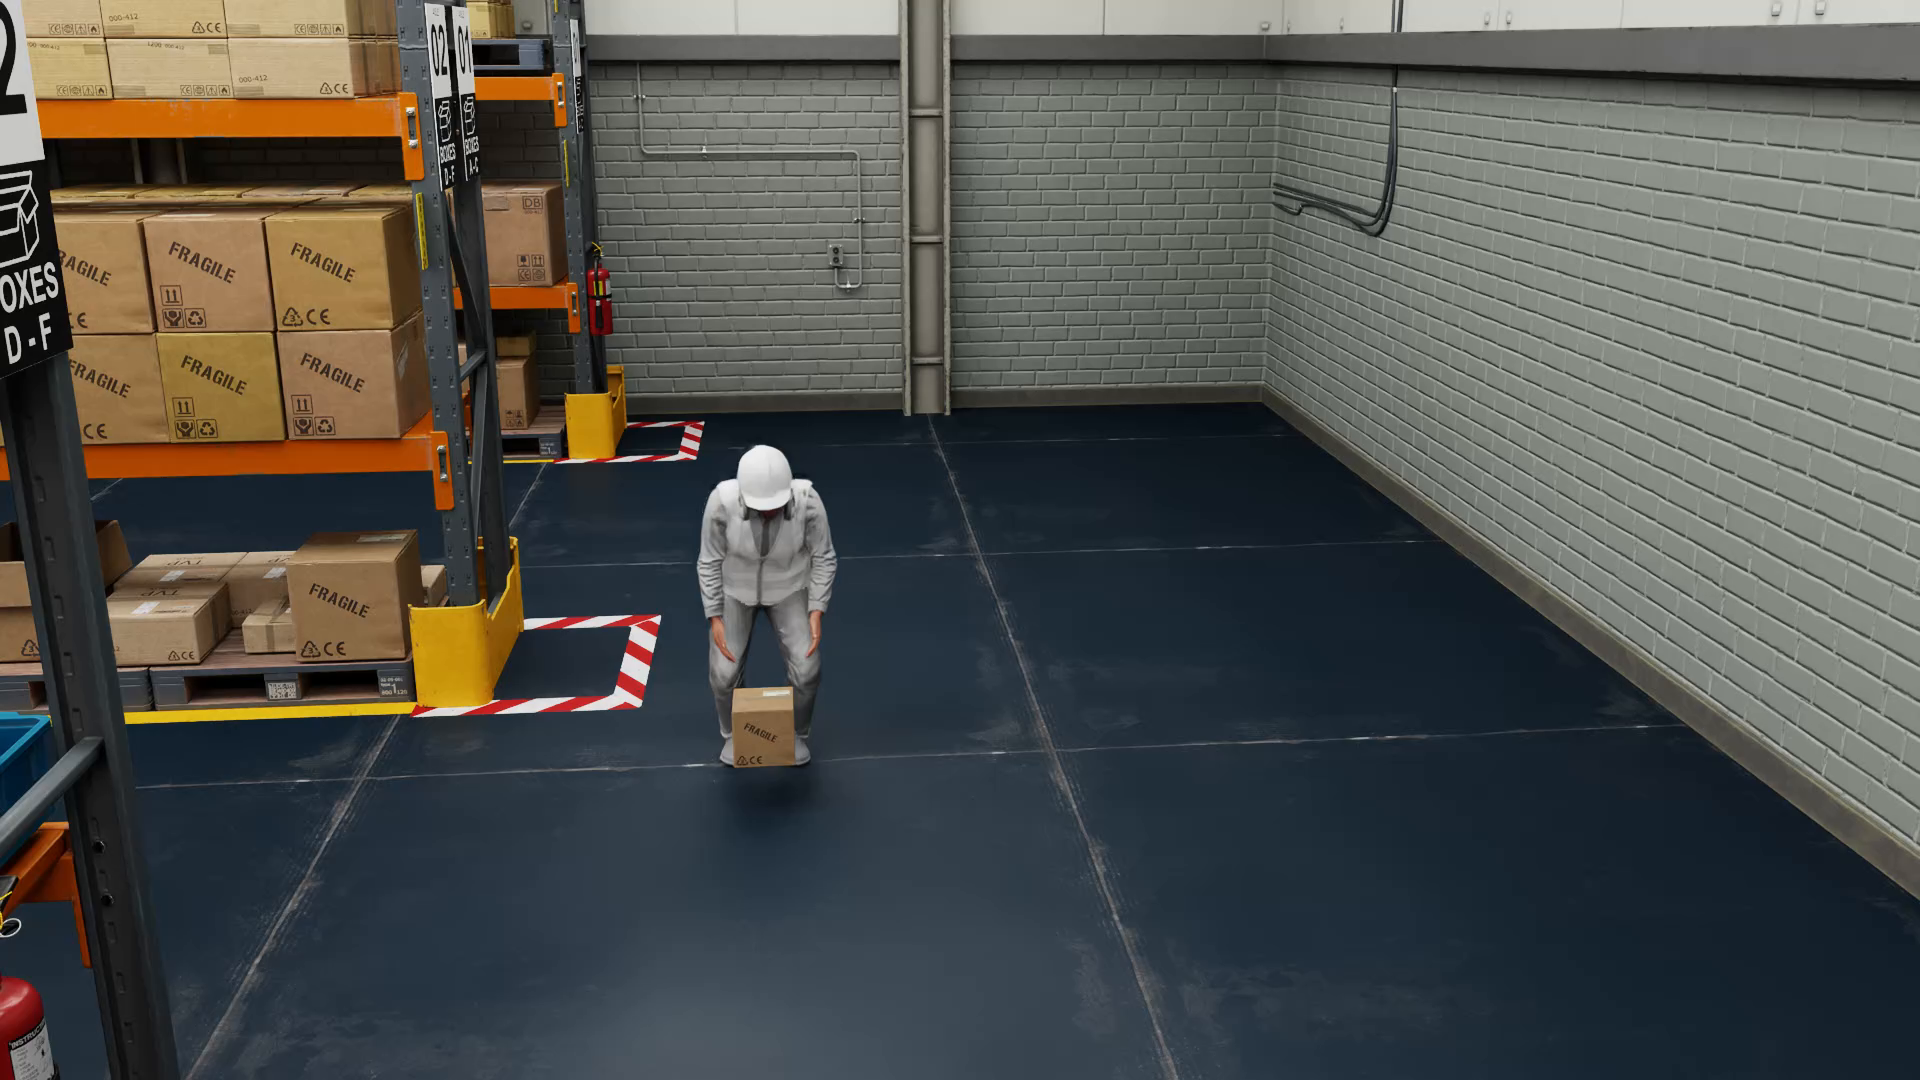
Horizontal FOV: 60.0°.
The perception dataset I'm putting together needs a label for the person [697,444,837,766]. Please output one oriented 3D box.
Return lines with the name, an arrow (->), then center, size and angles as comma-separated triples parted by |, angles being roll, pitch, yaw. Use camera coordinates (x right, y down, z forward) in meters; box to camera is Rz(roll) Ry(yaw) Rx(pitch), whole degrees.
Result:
person -> -0.822, 0.258, 7.155 | 0.591, 1.479, 0.733 | -2, 17, -5
